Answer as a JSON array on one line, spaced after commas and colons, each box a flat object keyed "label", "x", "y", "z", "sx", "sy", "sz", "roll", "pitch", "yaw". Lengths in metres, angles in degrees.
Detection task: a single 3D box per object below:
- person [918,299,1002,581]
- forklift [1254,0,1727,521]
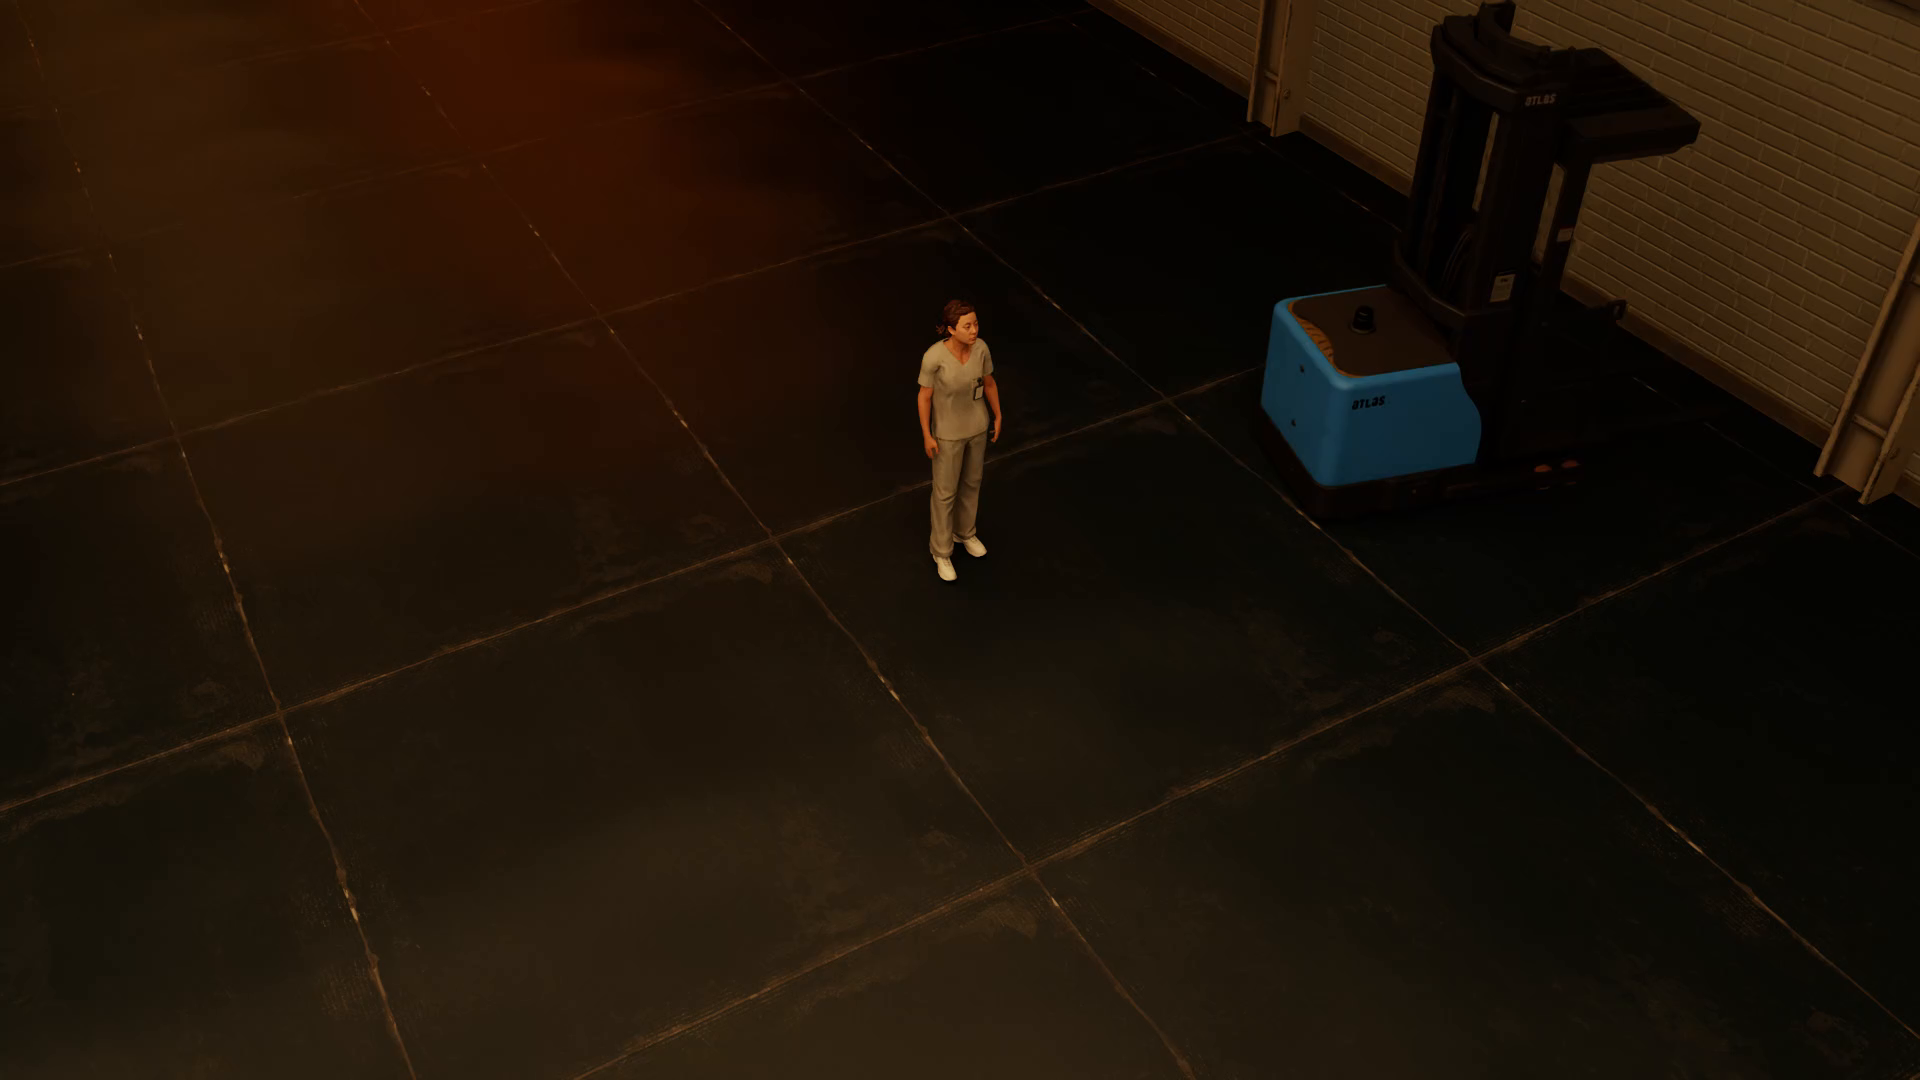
[{"label": "person", "x": 0.025, "y": -0.606, "z": 9.739, "sx": 0.550, "sy": 1.675, "sz": 0.549, "roll": -20, "pitch": 44, "yaw": -23}, {"label": "forklift", "x": 3.536, "y": -1.765, "z": 10.164, "sx": 3.031, "sy": 2.935, "sz": 1.130, "roll": -10, "pitch": 41, "yaw": -12}]
